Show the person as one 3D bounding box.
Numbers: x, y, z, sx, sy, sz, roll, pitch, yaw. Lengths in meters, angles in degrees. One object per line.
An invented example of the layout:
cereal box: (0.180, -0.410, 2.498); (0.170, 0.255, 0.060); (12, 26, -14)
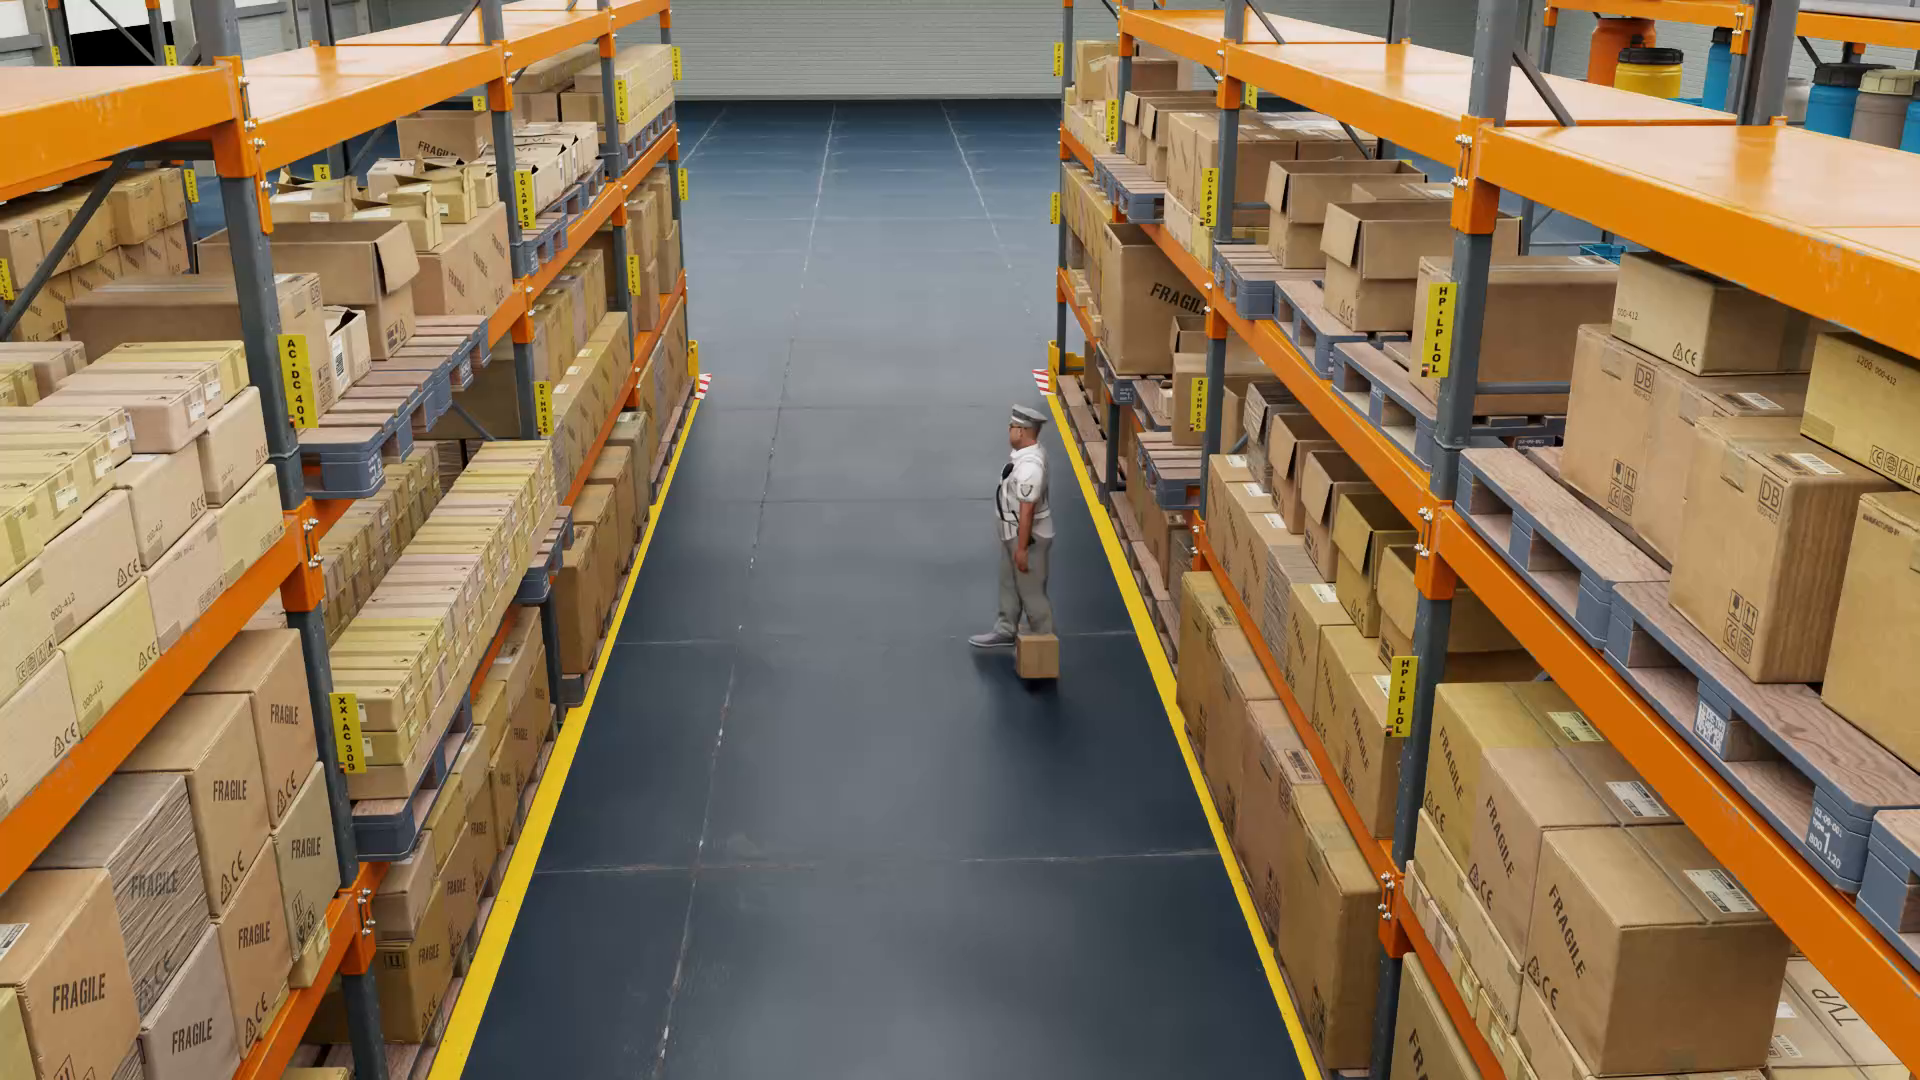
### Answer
person: (0.354, -0.038, 11.090); (0.574, 1.764, 0.627); (-1, 20, -2)
